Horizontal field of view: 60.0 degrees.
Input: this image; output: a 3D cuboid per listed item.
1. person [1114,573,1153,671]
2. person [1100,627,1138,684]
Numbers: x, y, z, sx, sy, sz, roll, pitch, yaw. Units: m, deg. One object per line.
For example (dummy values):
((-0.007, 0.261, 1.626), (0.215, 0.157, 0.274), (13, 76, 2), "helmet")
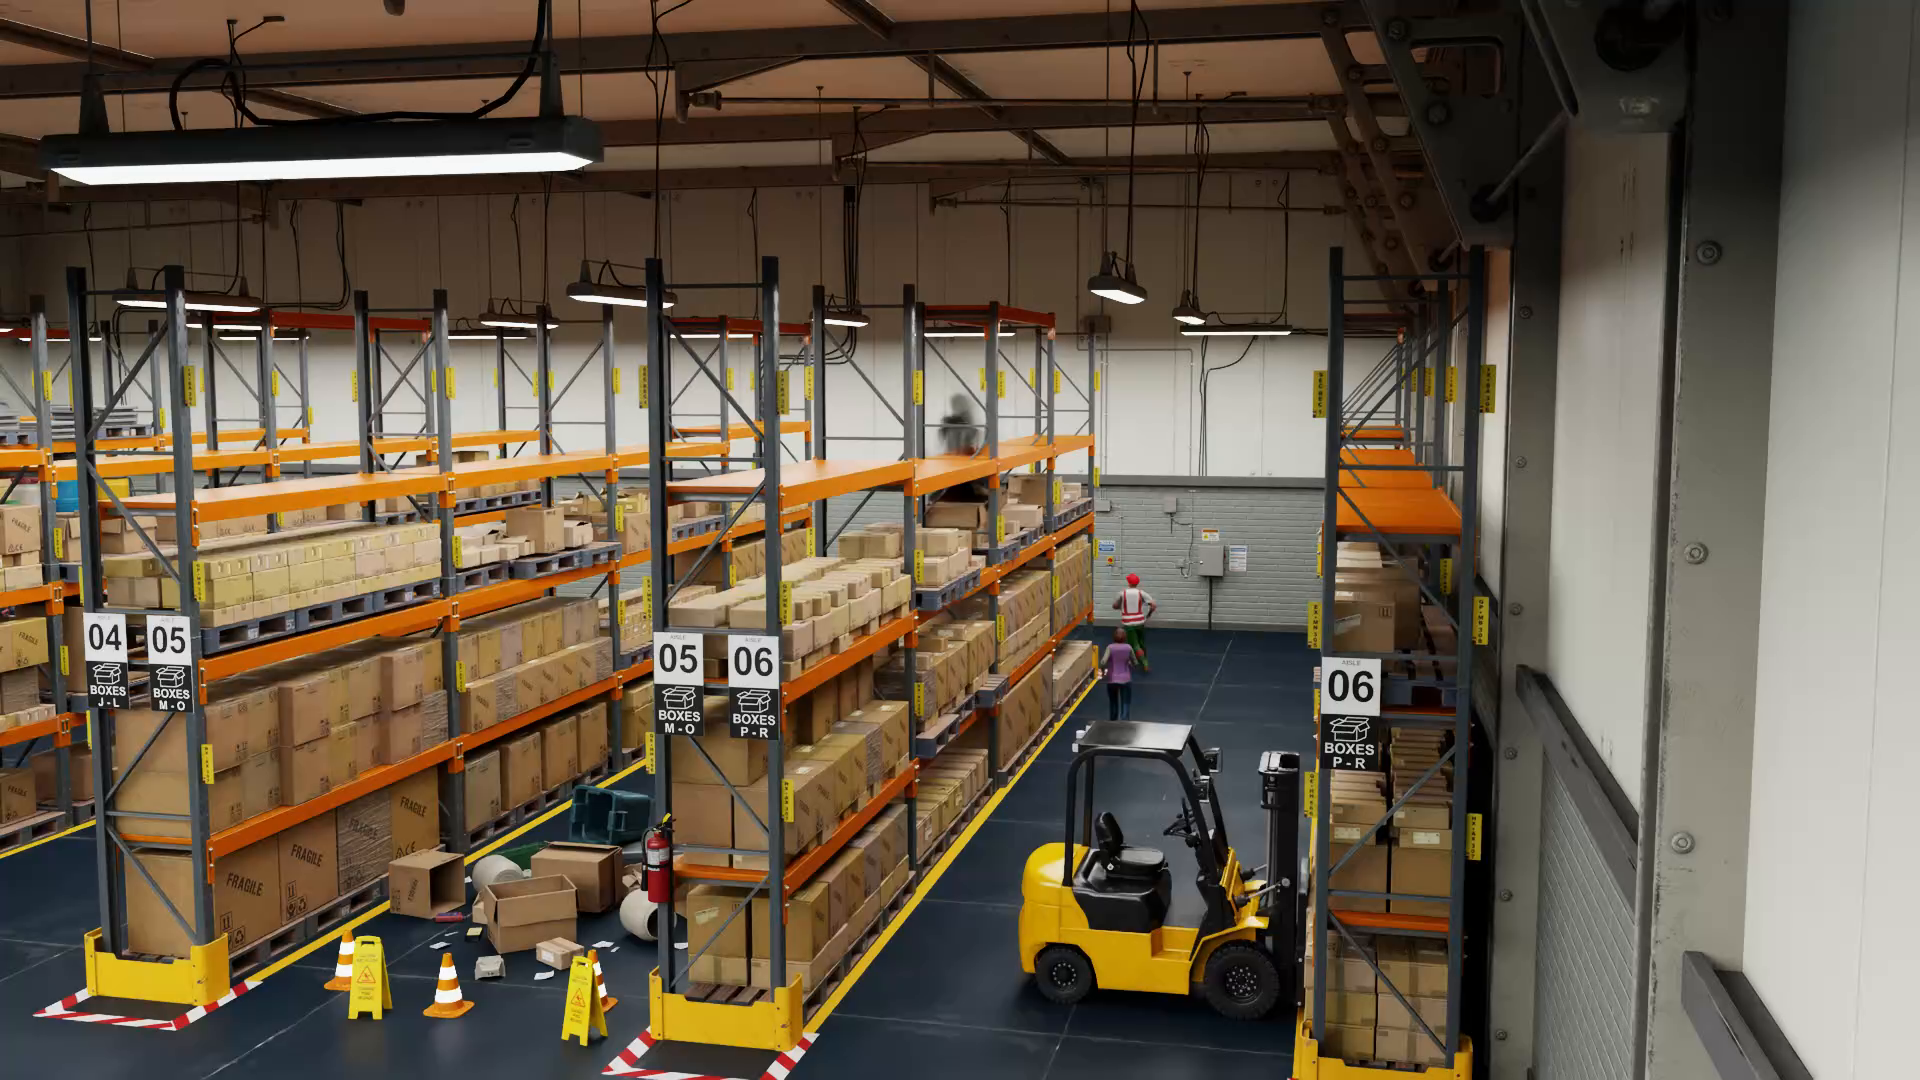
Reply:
((2.989, 1.390, 28.868), (0.718, 1.659, 1.068), (-1, 6, -9), "person")
((2.227, 2.005, 23.311), (0.543, 1.578, 0.883), (0, 6, 3), "person")
